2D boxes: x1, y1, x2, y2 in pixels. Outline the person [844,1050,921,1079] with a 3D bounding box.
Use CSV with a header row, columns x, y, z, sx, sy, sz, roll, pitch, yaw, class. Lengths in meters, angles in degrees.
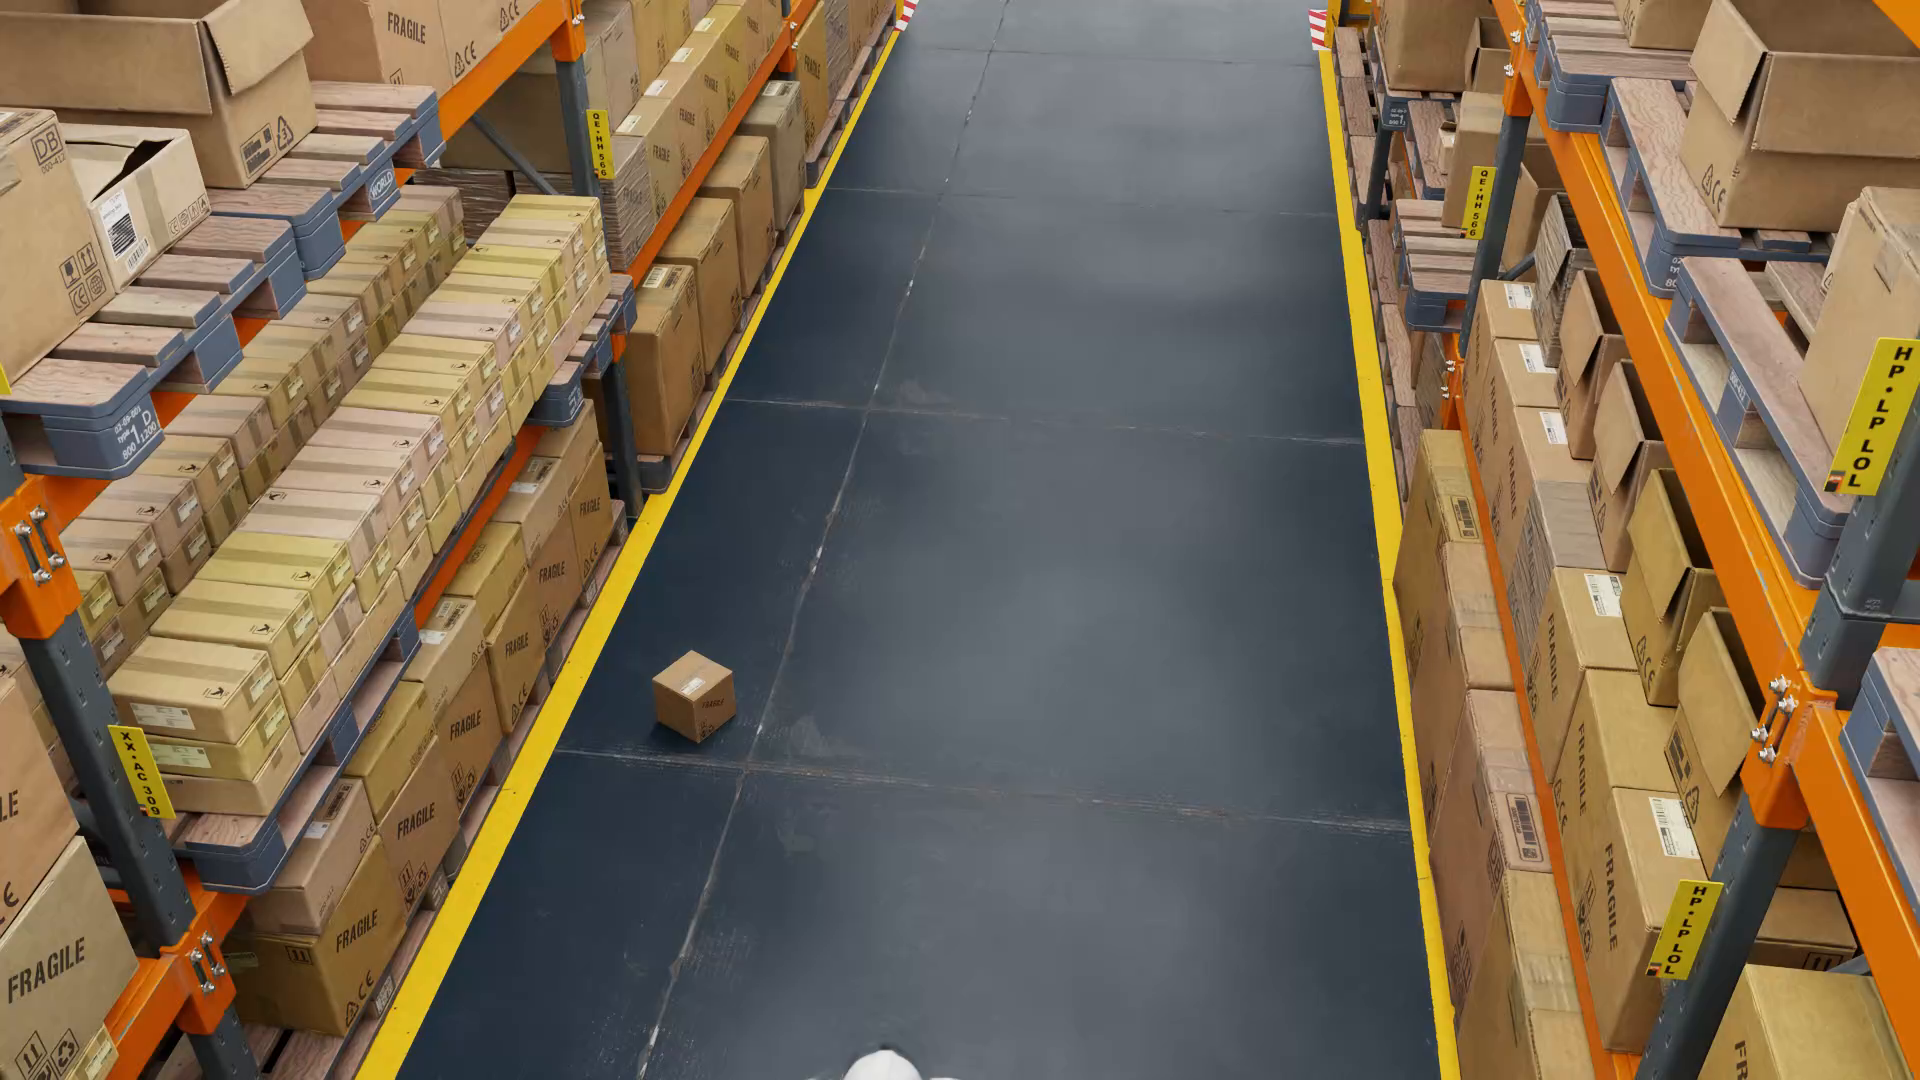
x,y,z,sx,sy,sz,roll,pitch,yaw,class
-0.163,1.964,4.247,0.600,1.777,0.472,-2,36,-3,person
